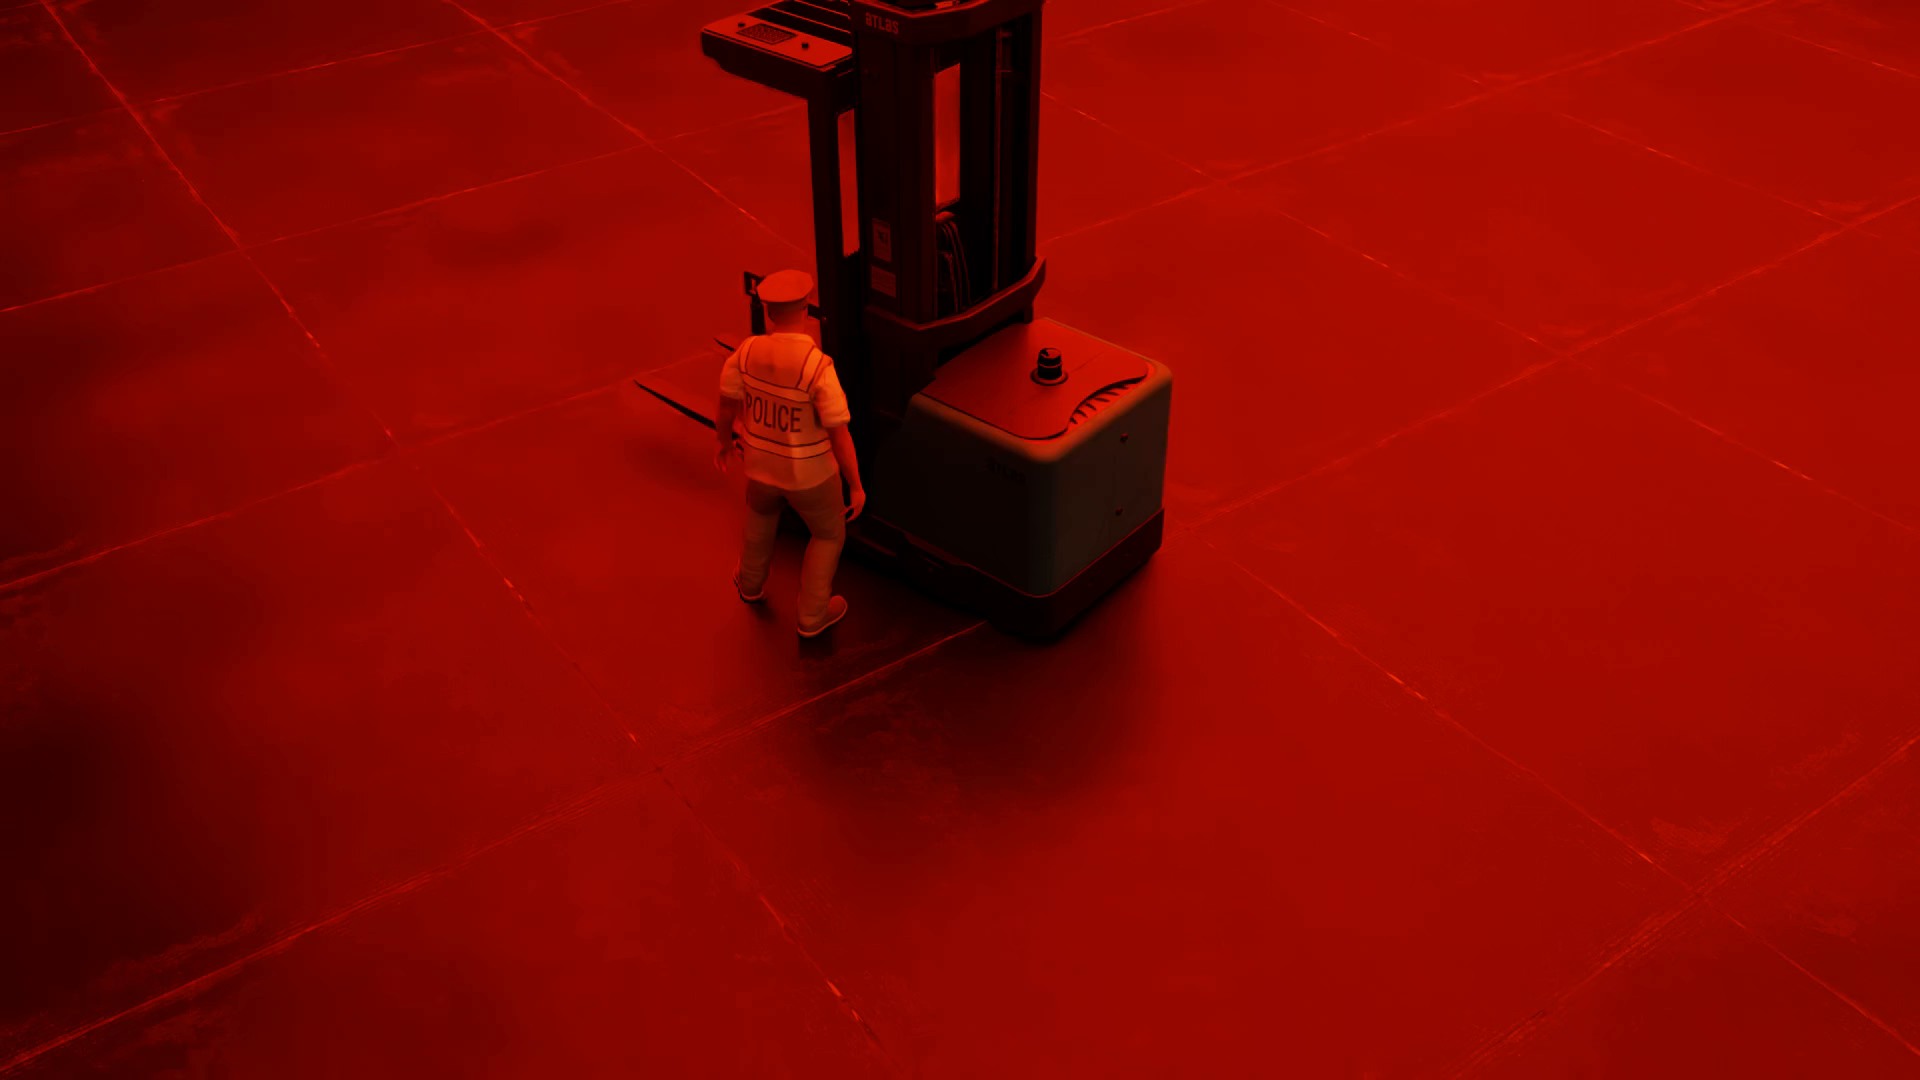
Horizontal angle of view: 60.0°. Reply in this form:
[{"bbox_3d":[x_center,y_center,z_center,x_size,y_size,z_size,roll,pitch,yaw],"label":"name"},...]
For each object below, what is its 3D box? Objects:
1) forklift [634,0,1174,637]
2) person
[{"bbox_3d":[-0.445,-1.463,7.924,3.031,2.935,1.130,27,44,31],"label":"forklift"},{"bbox_3d":[-0.774,-0.359,7.457,0.861,1.722,0.423,16,39,21],"label":"person"}]
